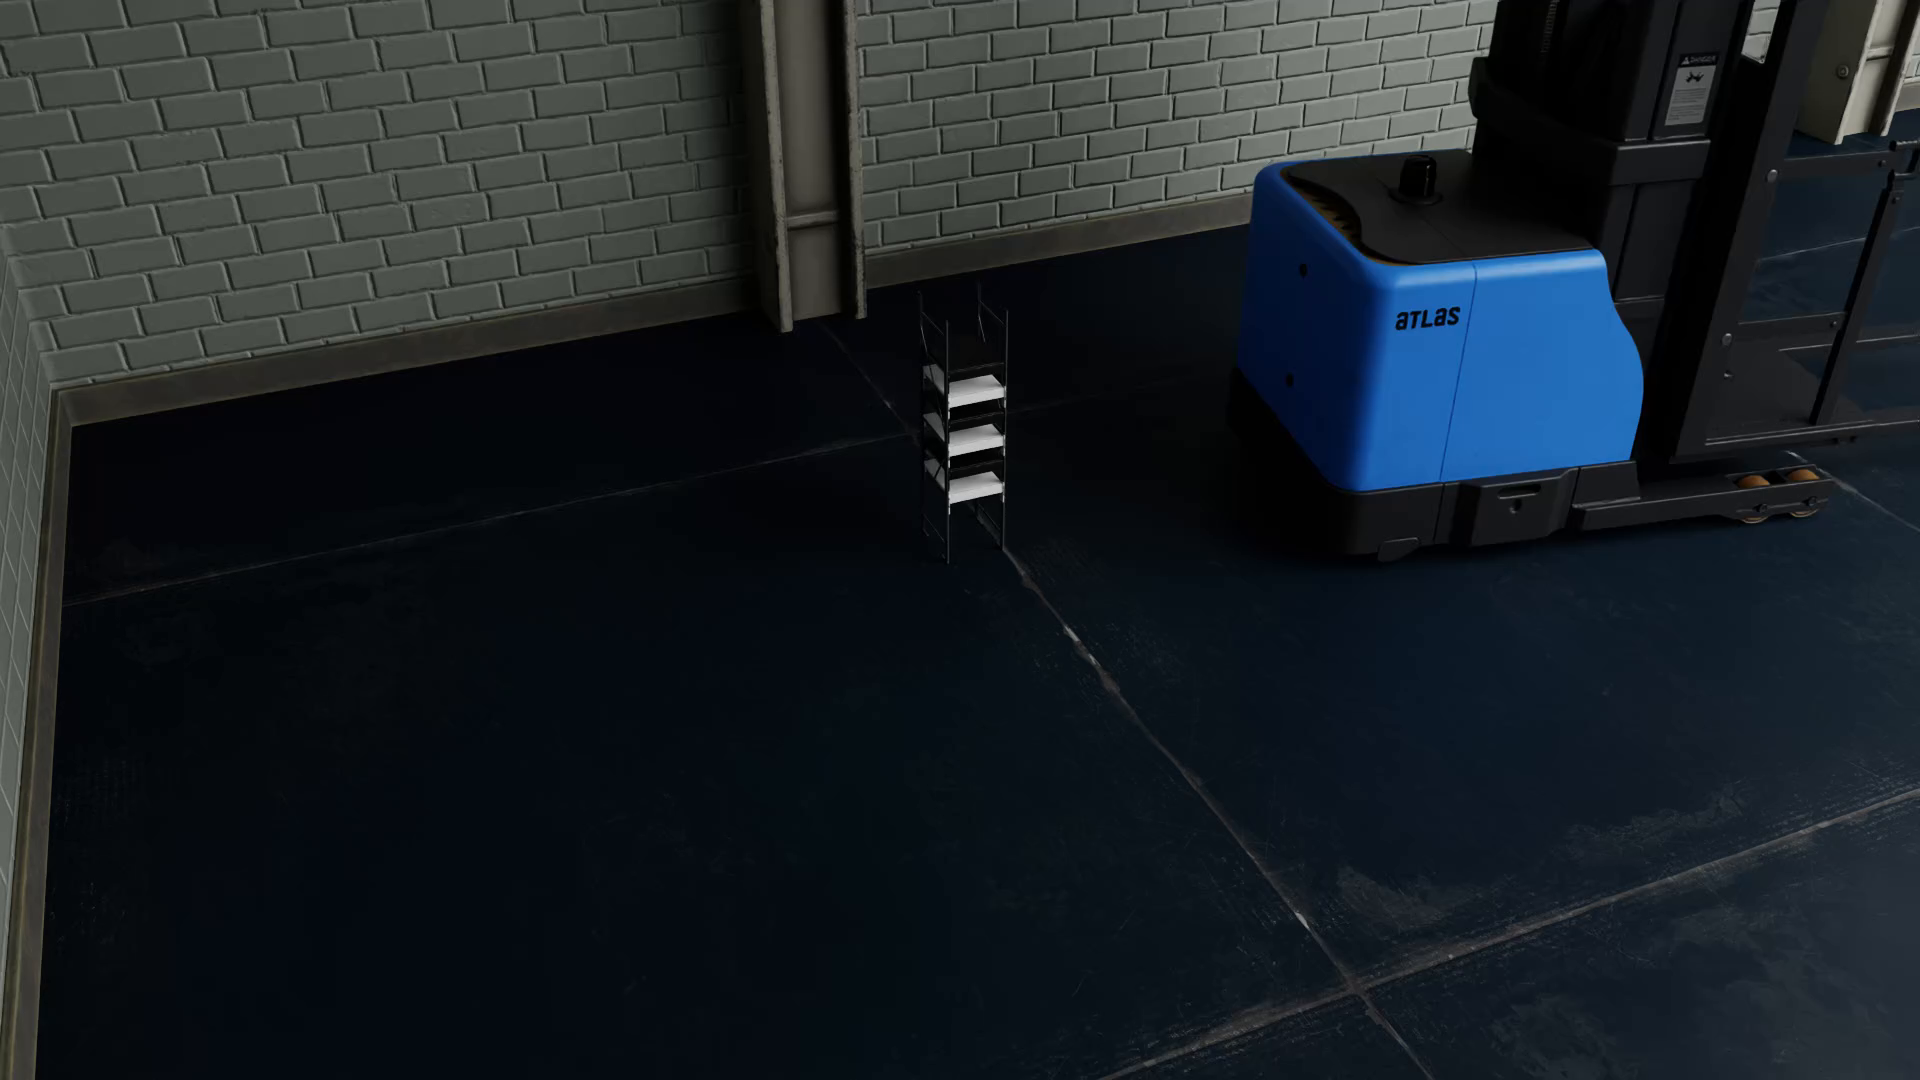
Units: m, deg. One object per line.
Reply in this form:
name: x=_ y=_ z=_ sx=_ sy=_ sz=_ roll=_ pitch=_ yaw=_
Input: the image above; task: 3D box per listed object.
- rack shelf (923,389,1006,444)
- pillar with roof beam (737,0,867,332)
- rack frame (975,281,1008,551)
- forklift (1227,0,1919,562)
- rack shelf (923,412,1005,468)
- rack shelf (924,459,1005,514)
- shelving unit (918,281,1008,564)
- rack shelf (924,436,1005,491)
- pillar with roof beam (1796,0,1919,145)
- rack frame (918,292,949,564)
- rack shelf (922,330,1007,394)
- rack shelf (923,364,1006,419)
rack shelf: x=0.007 y=-0.426 z=5.476 sx=0.200 sy=0.077 sz=0.258 roll=-13 pitch=35 yaw=-19
pillar with roof beam: x=1.021 y=-2.613 z=1.515 sx=0.400 sy=9.000 sz=9.100 roll=-13 pitch=35 yaw=-19
rack frame: x=0.101 y=-0.400 z=5.540 sx=0.006 sy=0.900 sz=0.240 roll=-13 pitch=35 yaw=-19
forklift: x=2.585 y=-1.561 z=5.461 sx=3.031 sy=2.935 sz=1.130 roll=-7 pitch=34 yaw=-10
rack shelf: x=0.007 y=-0.351 z=5.525 sx=0.200 sy=0.077 sz=0.258 roll=-13 pitch=35 yaw=-19
rack shelf: x=0.007 y=-0.200 z=5.624 sx=0.200 sy=0.077 sz=0.258 roll=-13 pitch=35 yaw=-19
shelving unit: x=0.007 y=-0.379 z=5.507 sx=0.210 sy=0.900 sz=0.258 roll=-13 pitch=35 yaw=-19
rack shelf: x=0.007 y=-0.276 z=5.574 sx=0.200 sy=0.077 sz=0.258 roll=-13 pitch=35 yaw=-19
pillar with roof beam: x=6.553 y=-3.880 z=3.462 sx=0.400 sy=9.000 sz=9.100 roll=-13 pitch=35 yaw=-19
rack frame: x=-0.086 y=-0.357 z=5.474 sx=0.006 sy=0.900 sz=0.240 roll=-13 pitch=35 yaw=-19
rack shelf: x=0.007 y=-0.577 z=5.378 sx=0.200 sy=0.077 sz=0.258 roll=-13 pitch=35 yaw=-19
rack shelf: x=0.007 y=-0.502 z=5.427 sx=0.200 sy=0.077 sz=0.258 roll=-13 pitch=35 yaw=-19
